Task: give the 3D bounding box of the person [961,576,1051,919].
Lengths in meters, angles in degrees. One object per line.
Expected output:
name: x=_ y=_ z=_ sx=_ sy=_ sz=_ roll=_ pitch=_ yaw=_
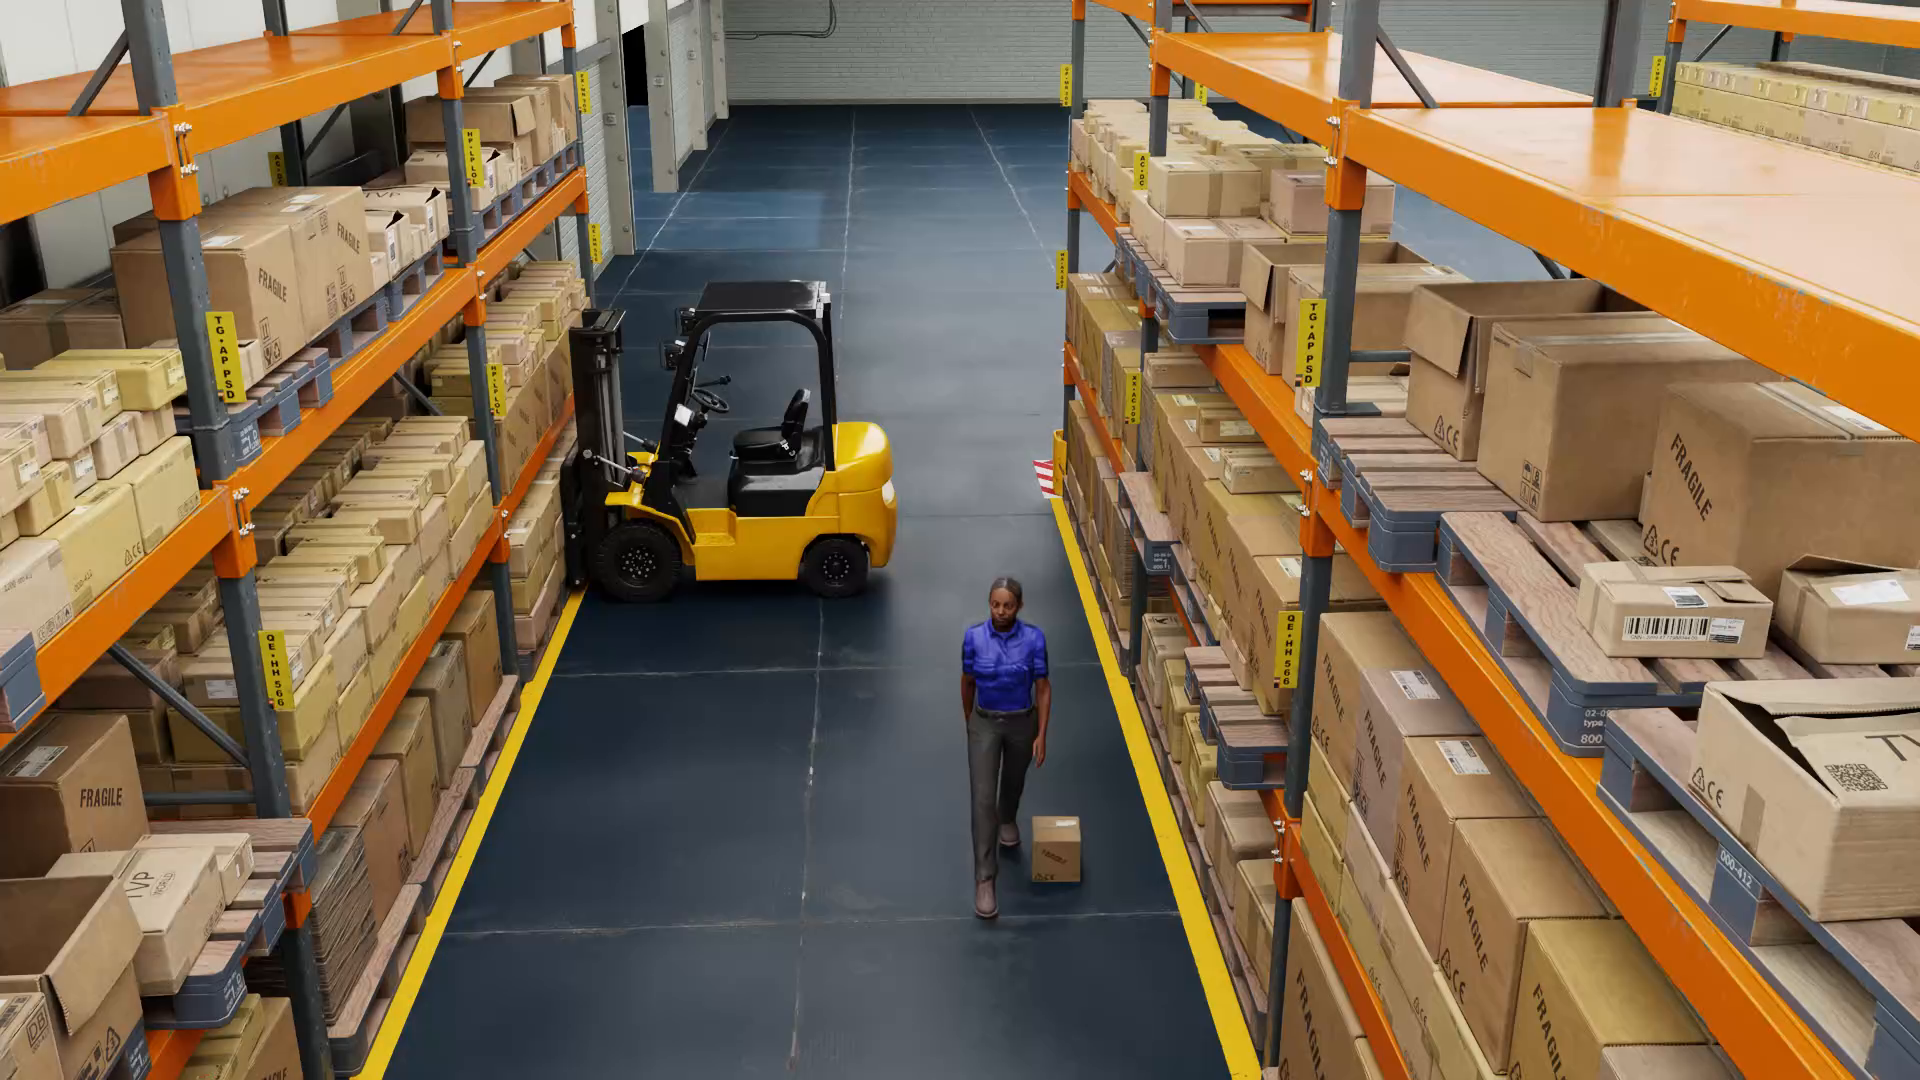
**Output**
person: x=0.236 y=0.976 z=8.439 sx=0.454 sy=1.605 sz=0.952 roll=0 pitch=21 yaw=-1
